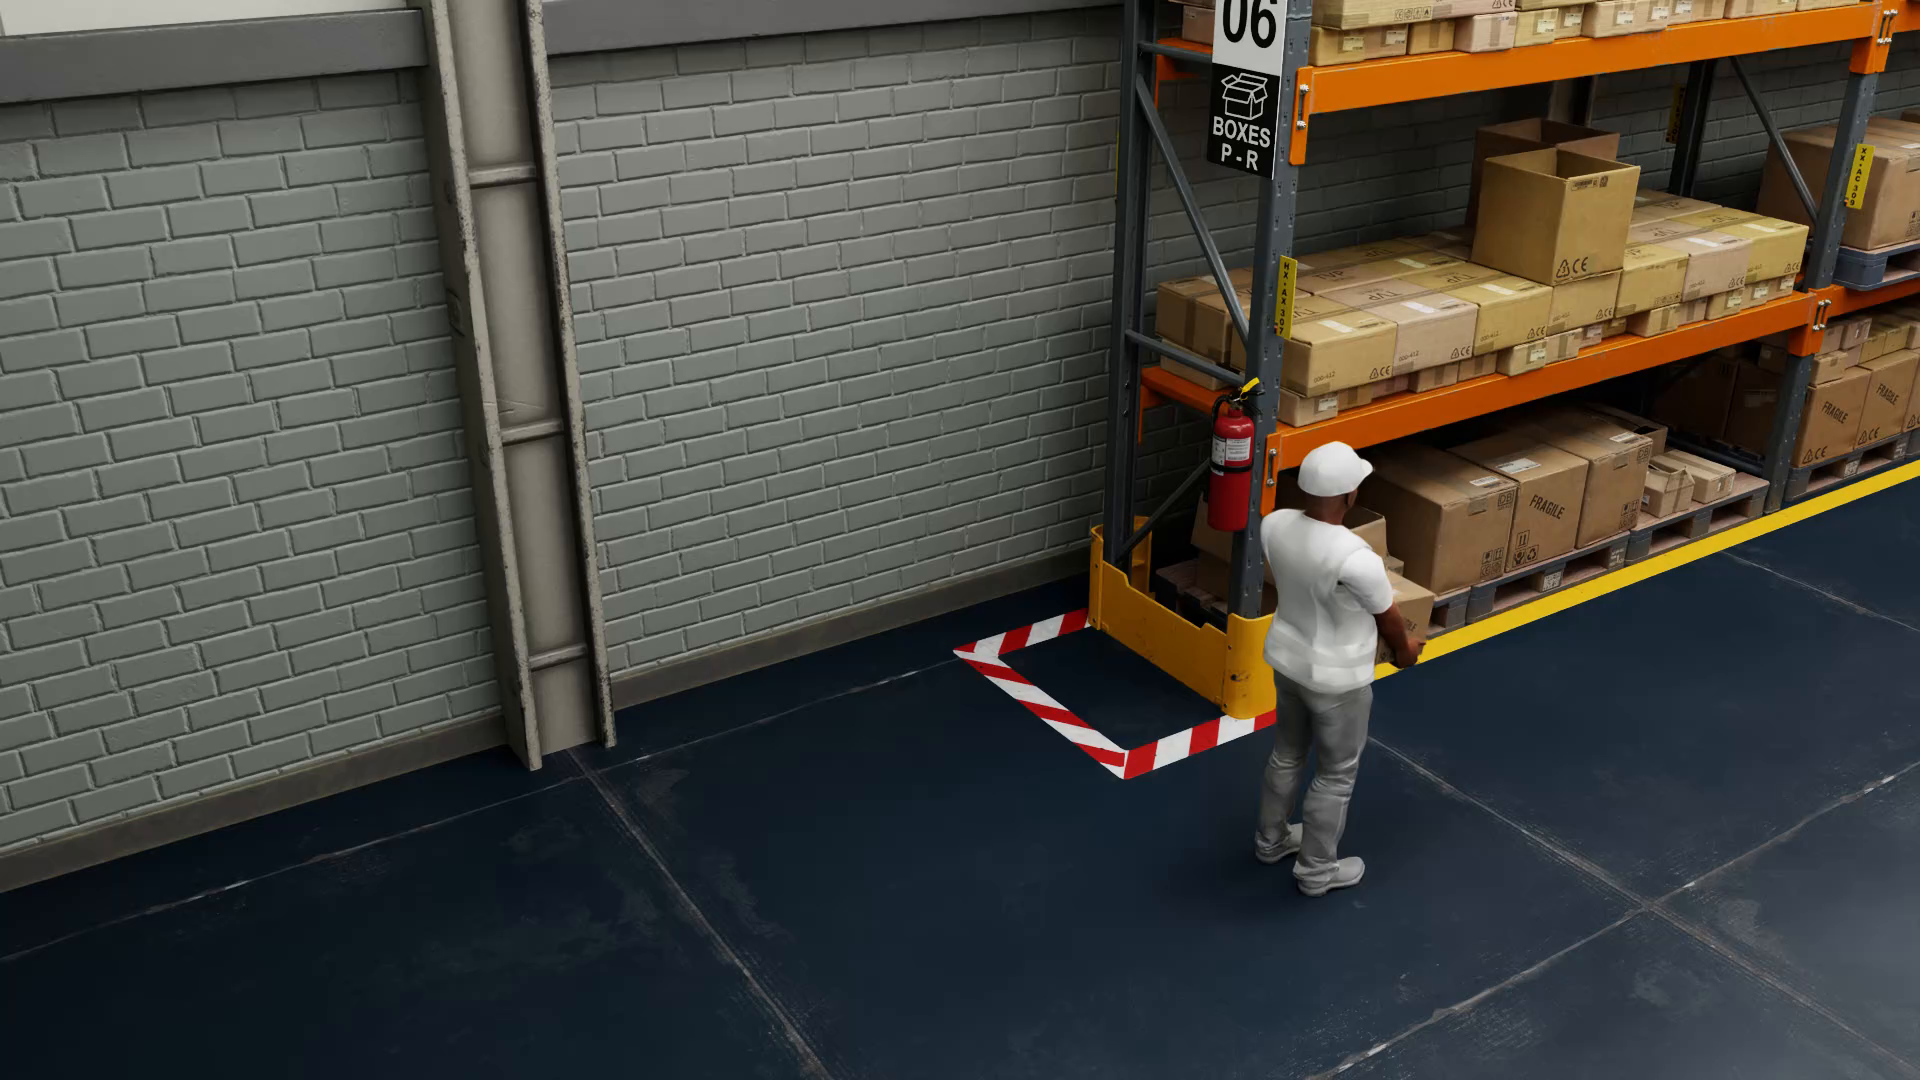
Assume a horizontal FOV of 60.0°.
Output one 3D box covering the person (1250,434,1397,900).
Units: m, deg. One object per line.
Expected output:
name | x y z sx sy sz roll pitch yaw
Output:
person | 1.326 0.457 6.105 0.454 1.761 0.636 -17 30 -32
